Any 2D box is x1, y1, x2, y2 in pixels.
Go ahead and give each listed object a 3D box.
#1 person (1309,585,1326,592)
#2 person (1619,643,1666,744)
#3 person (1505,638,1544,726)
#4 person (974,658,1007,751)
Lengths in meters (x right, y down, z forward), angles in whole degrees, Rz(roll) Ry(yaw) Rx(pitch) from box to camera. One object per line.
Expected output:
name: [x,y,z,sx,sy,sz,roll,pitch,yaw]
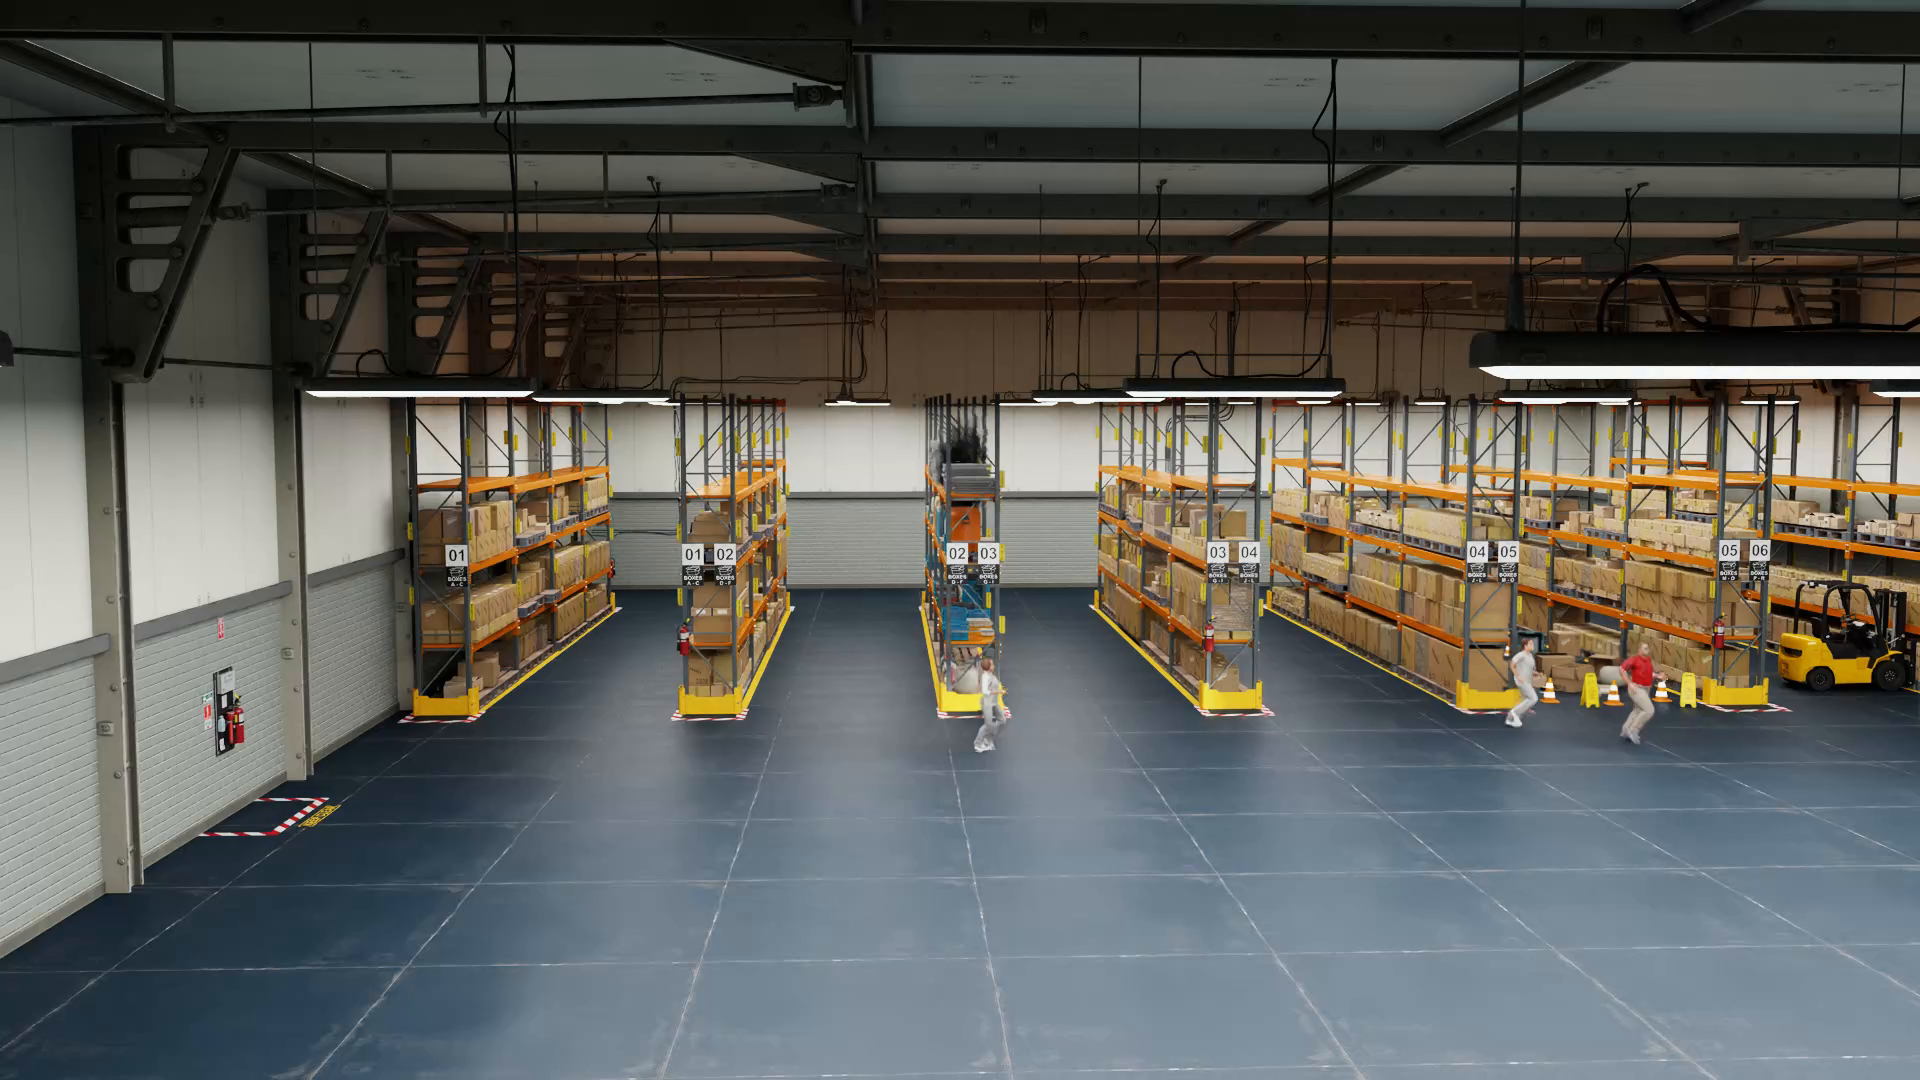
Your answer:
person: [10.473,1.074,48.648,0.690,1.674,0.724,-3,5,-32]
person: [11.712,2.632,28.530,0.630,1.755,0.709,-4,6,-44]
person: [10.138,2.553,29.866,0.652,1.611,0.512,4,6,42]
person: [0.521,2.741,27.625,0.615,1.576,0.519,2,5,23]
